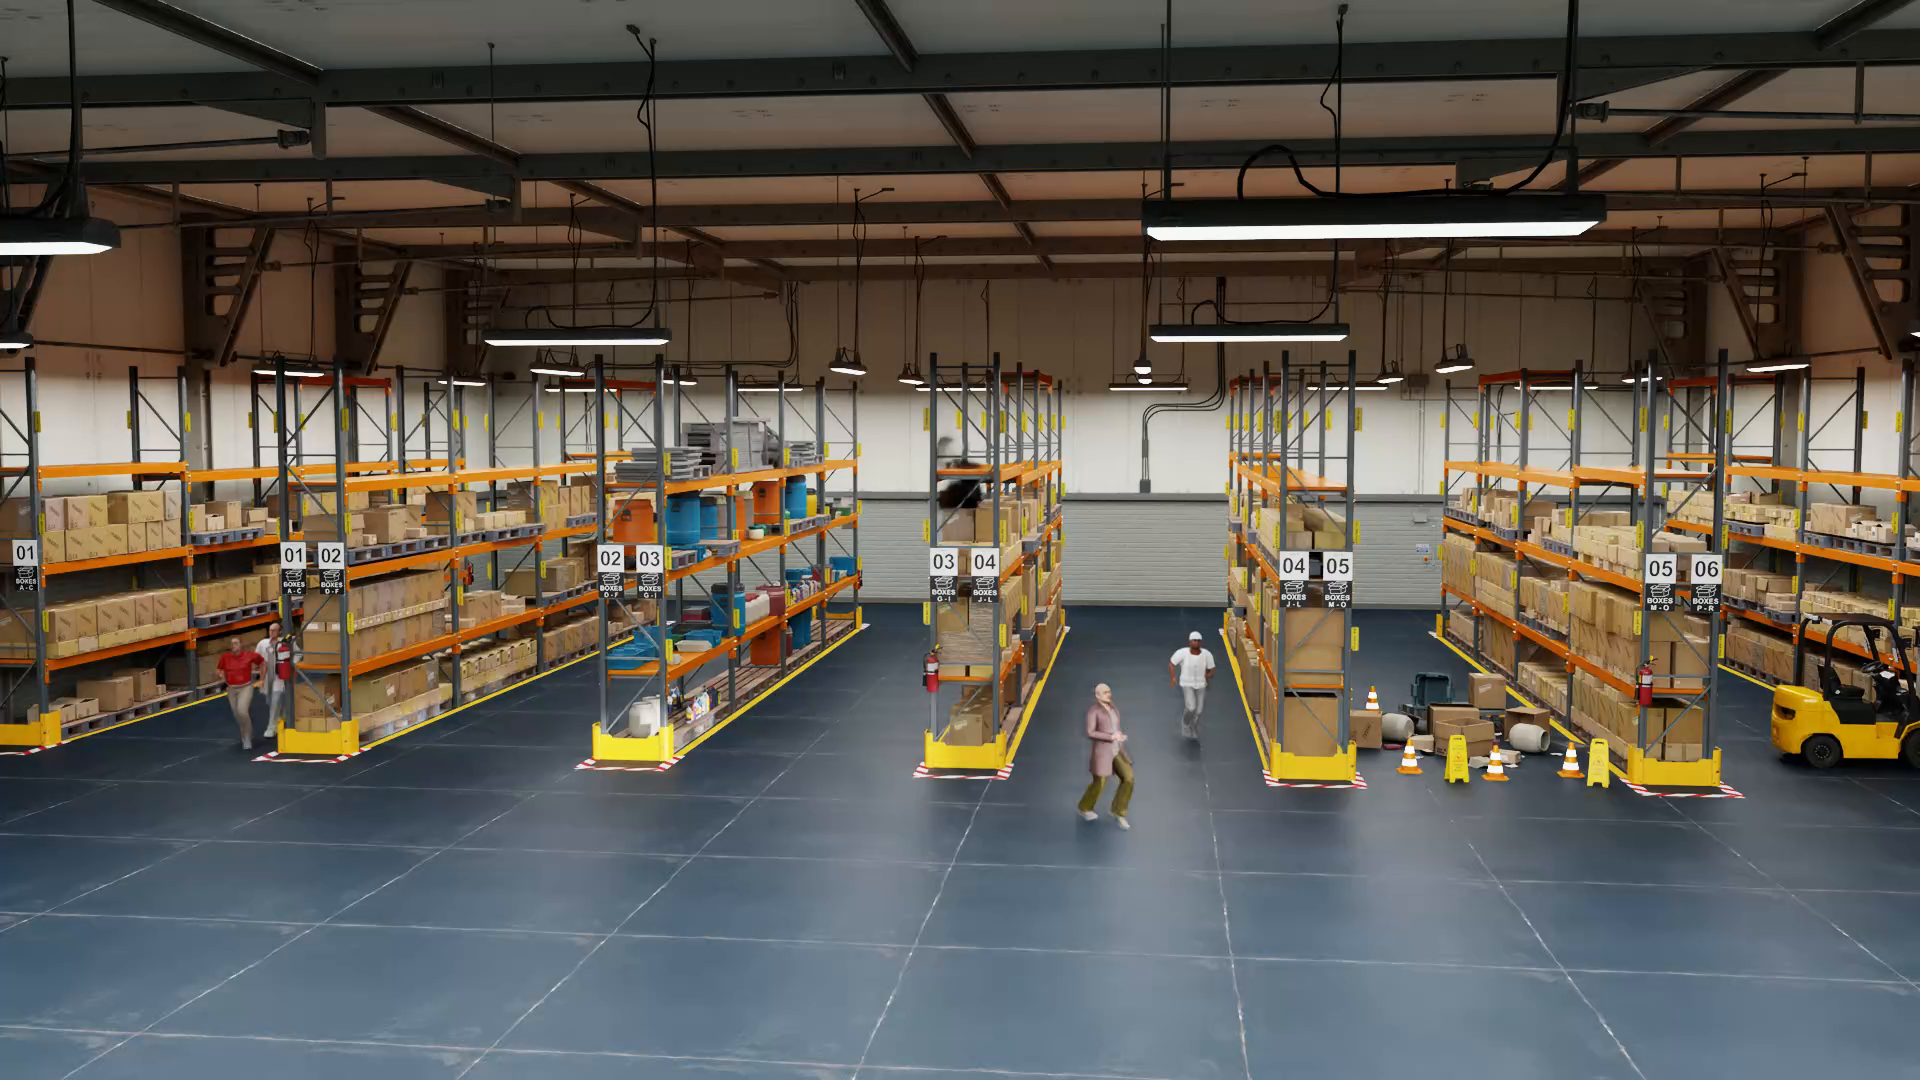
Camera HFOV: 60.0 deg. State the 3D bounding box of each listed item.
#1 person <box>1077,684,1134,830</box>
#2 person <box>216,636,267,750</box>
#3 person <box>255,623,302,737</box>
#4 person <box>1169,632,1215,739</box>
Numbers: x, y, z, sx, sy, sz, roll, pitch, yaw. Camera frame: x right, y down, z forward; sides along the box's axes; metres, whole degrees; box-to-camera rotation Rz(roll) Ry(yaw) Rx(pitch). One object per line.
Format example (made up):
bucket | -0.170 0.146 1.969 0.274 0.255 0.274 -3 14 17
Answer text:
person | 1.814 2.682 20.644 0.723 1.820 0.826 -3 5 -40
person | -11.088 2.393 25.624 0.685 1.684 0.818 0 4 3
person | -10.939 2.205 26.589 0.719 1.764 0.985 0 4 0
person | 3.654 2.286 25.997 0.680 1.716 0.720 -1 4 -7
